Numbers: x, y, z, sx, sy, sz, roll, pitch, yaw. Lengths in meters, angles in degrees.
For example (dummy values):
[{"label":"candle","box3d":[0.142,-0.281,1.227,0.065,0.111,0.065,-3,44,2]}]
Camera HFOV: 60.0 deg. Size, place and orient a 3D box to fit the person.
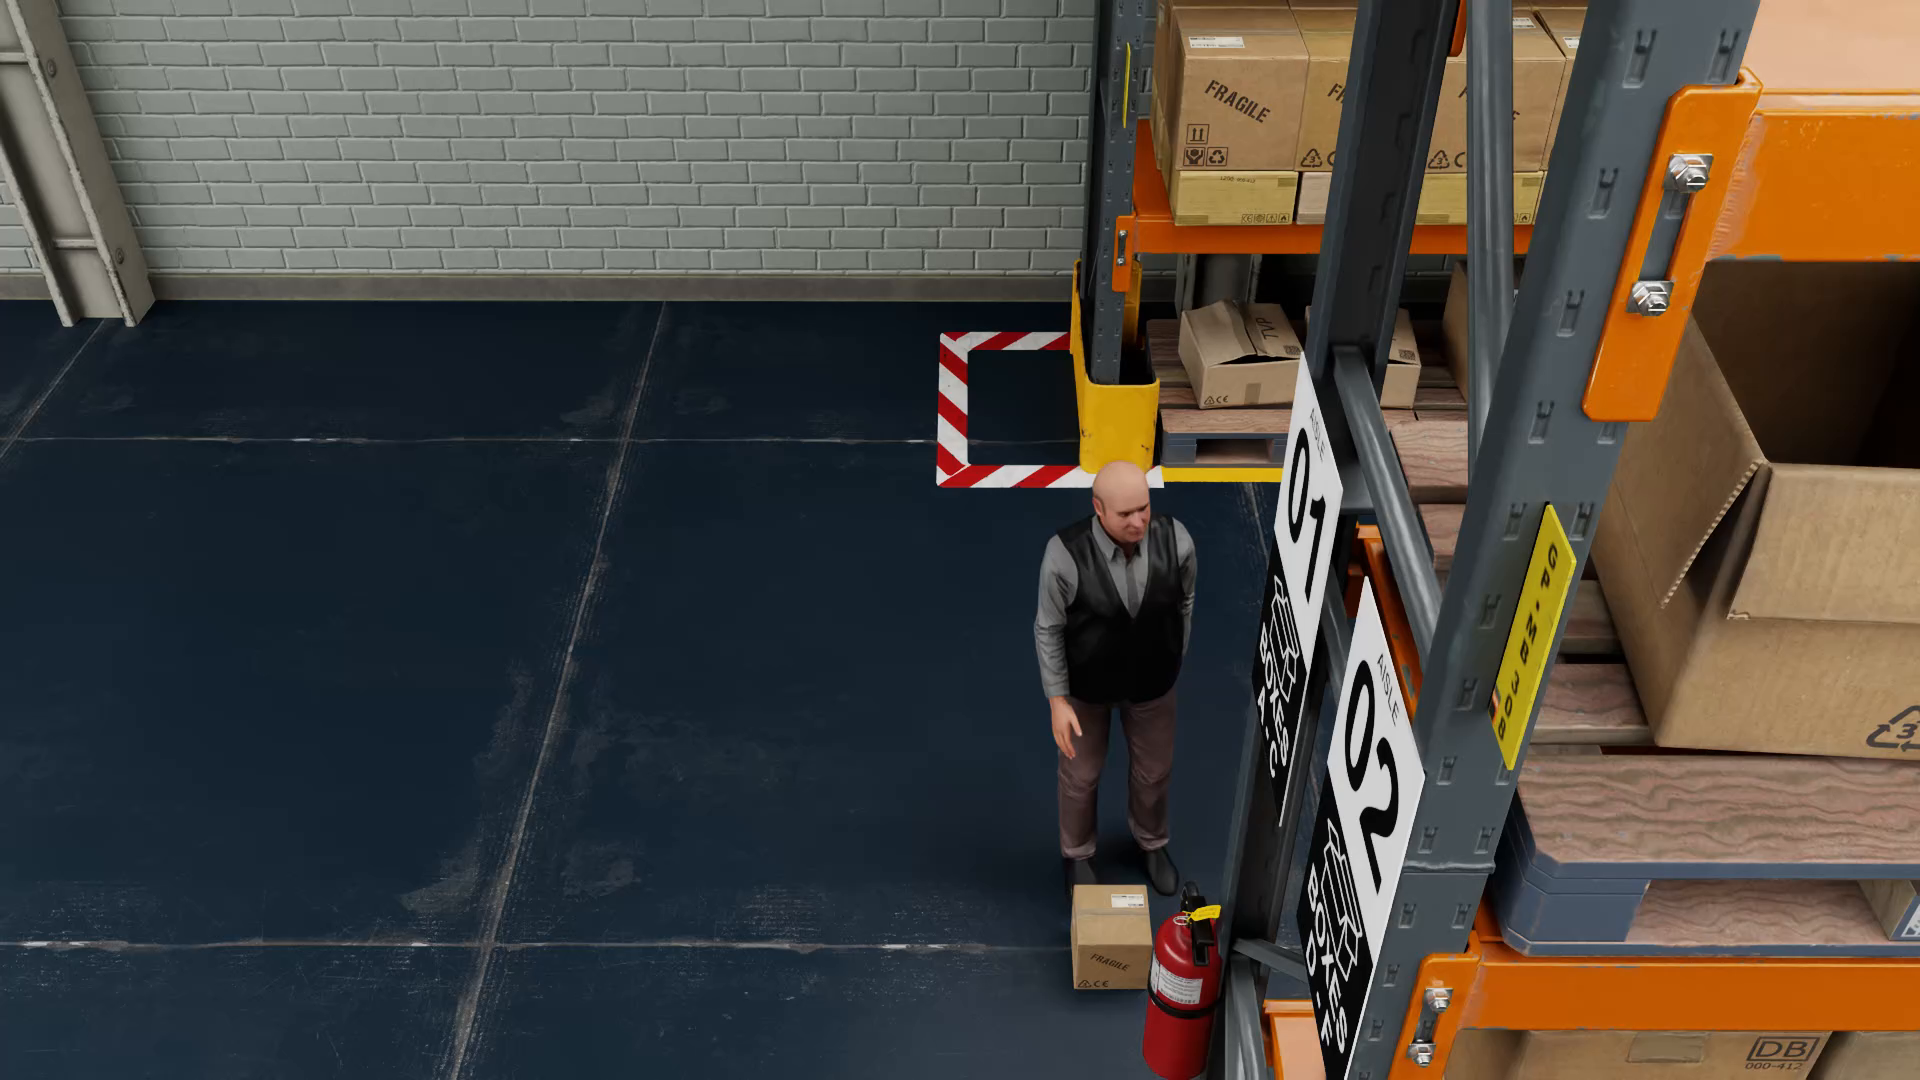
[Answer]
[{"label":"person","box3d":[0.520,0.514,5.548,0.559,1.759,0.480,-6,40,-7]}]
